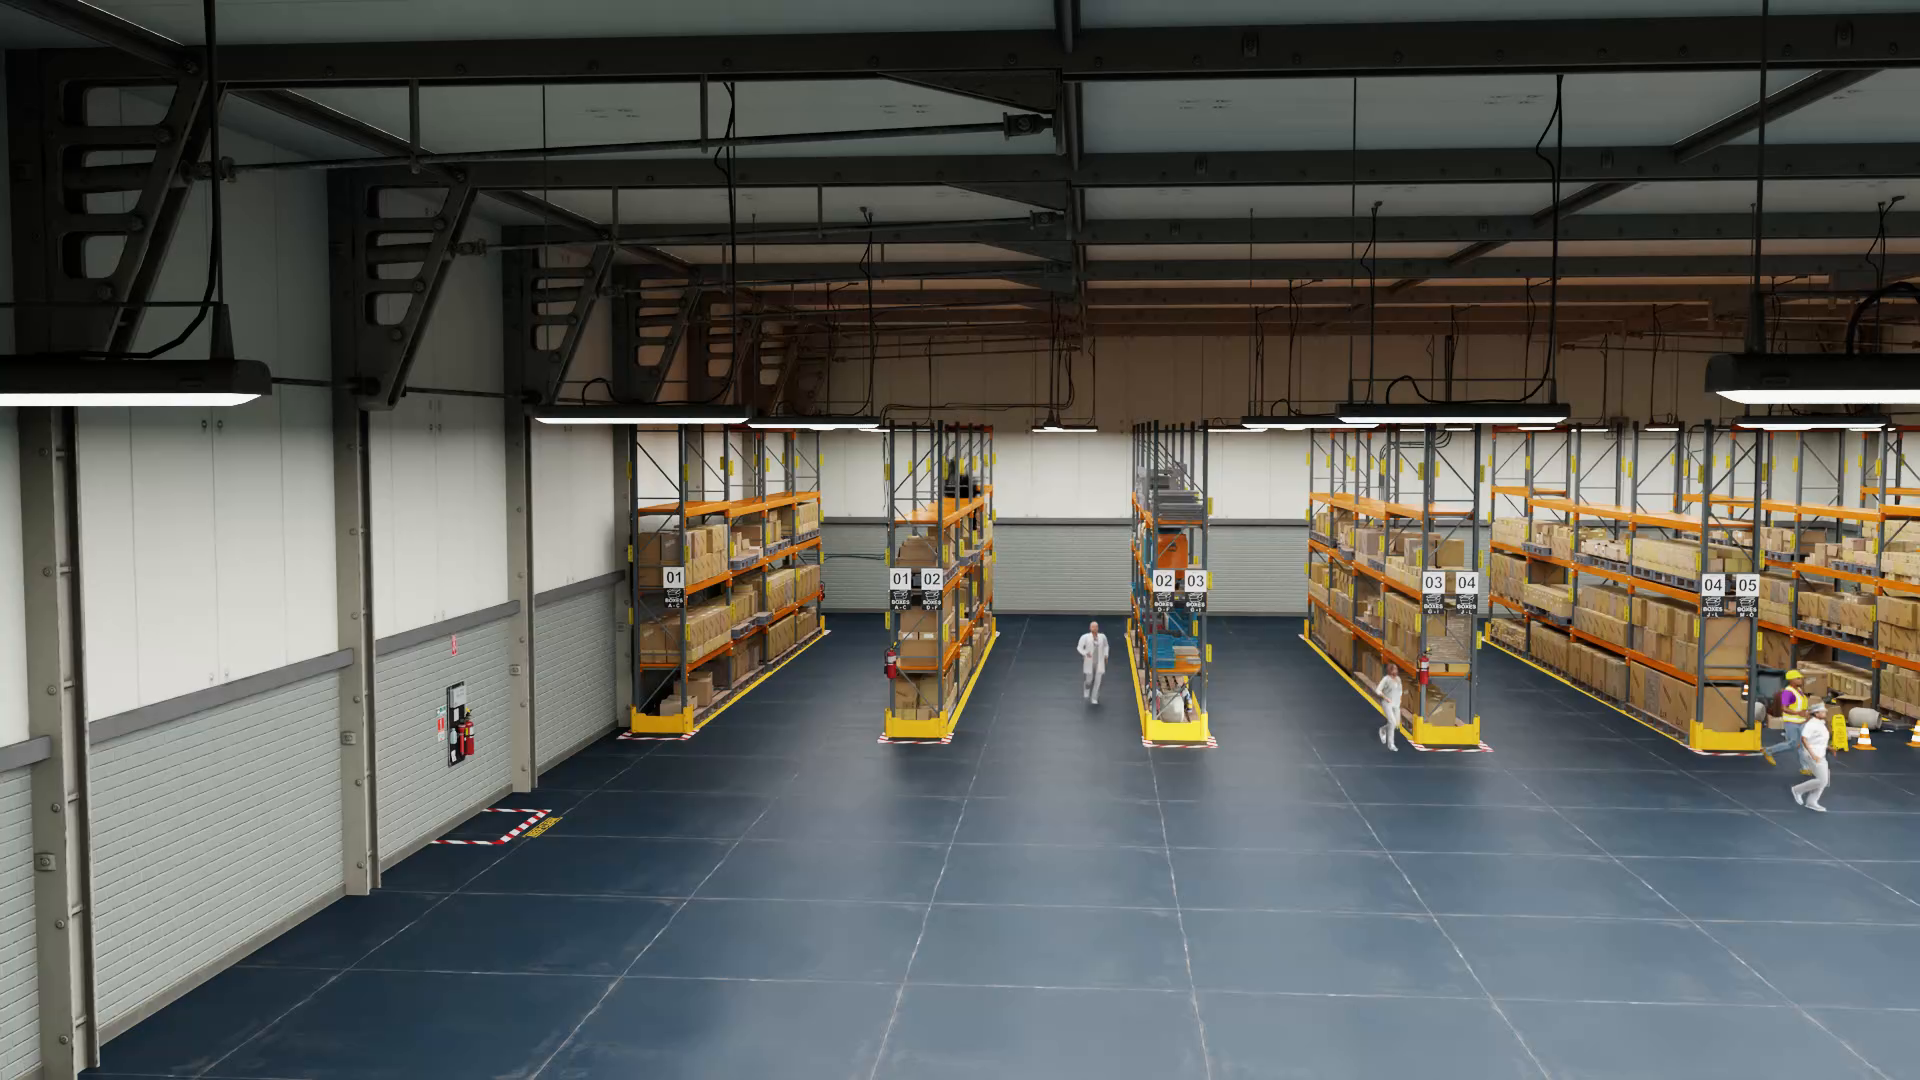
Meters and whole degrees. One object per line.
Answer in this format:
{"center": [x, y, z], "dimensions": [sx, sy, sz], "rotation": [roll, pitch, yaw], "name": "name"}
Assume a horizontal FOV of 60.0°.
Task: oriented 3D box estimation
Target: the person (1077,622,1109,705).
{"center": [2.848, 2.608, 35.432], "dimensions": [0.709, 1.737, 0.757], "rotation": [0, 4, -7], "name": "person"}

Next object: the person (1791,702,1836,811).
{"center": [13.056, 3.292, 25.412], "dimensions": [0.555, 1.664, 0.593], "rotation": [3, 5, 42], "name": "person"}

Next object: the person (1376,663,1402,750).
{"center": [7.858, 3.044, 30.418], "dimensions": [0.552, 1.563, 0.581], "rotation": [-2, 4, -23], "name": "person"}

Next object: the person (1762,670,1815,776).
{"center": [14.040, 3.066, 28.028], "dimensions": [0.709, 1.753, 0.921], "rotation": [-3, 5, -41], "name": "person"}
